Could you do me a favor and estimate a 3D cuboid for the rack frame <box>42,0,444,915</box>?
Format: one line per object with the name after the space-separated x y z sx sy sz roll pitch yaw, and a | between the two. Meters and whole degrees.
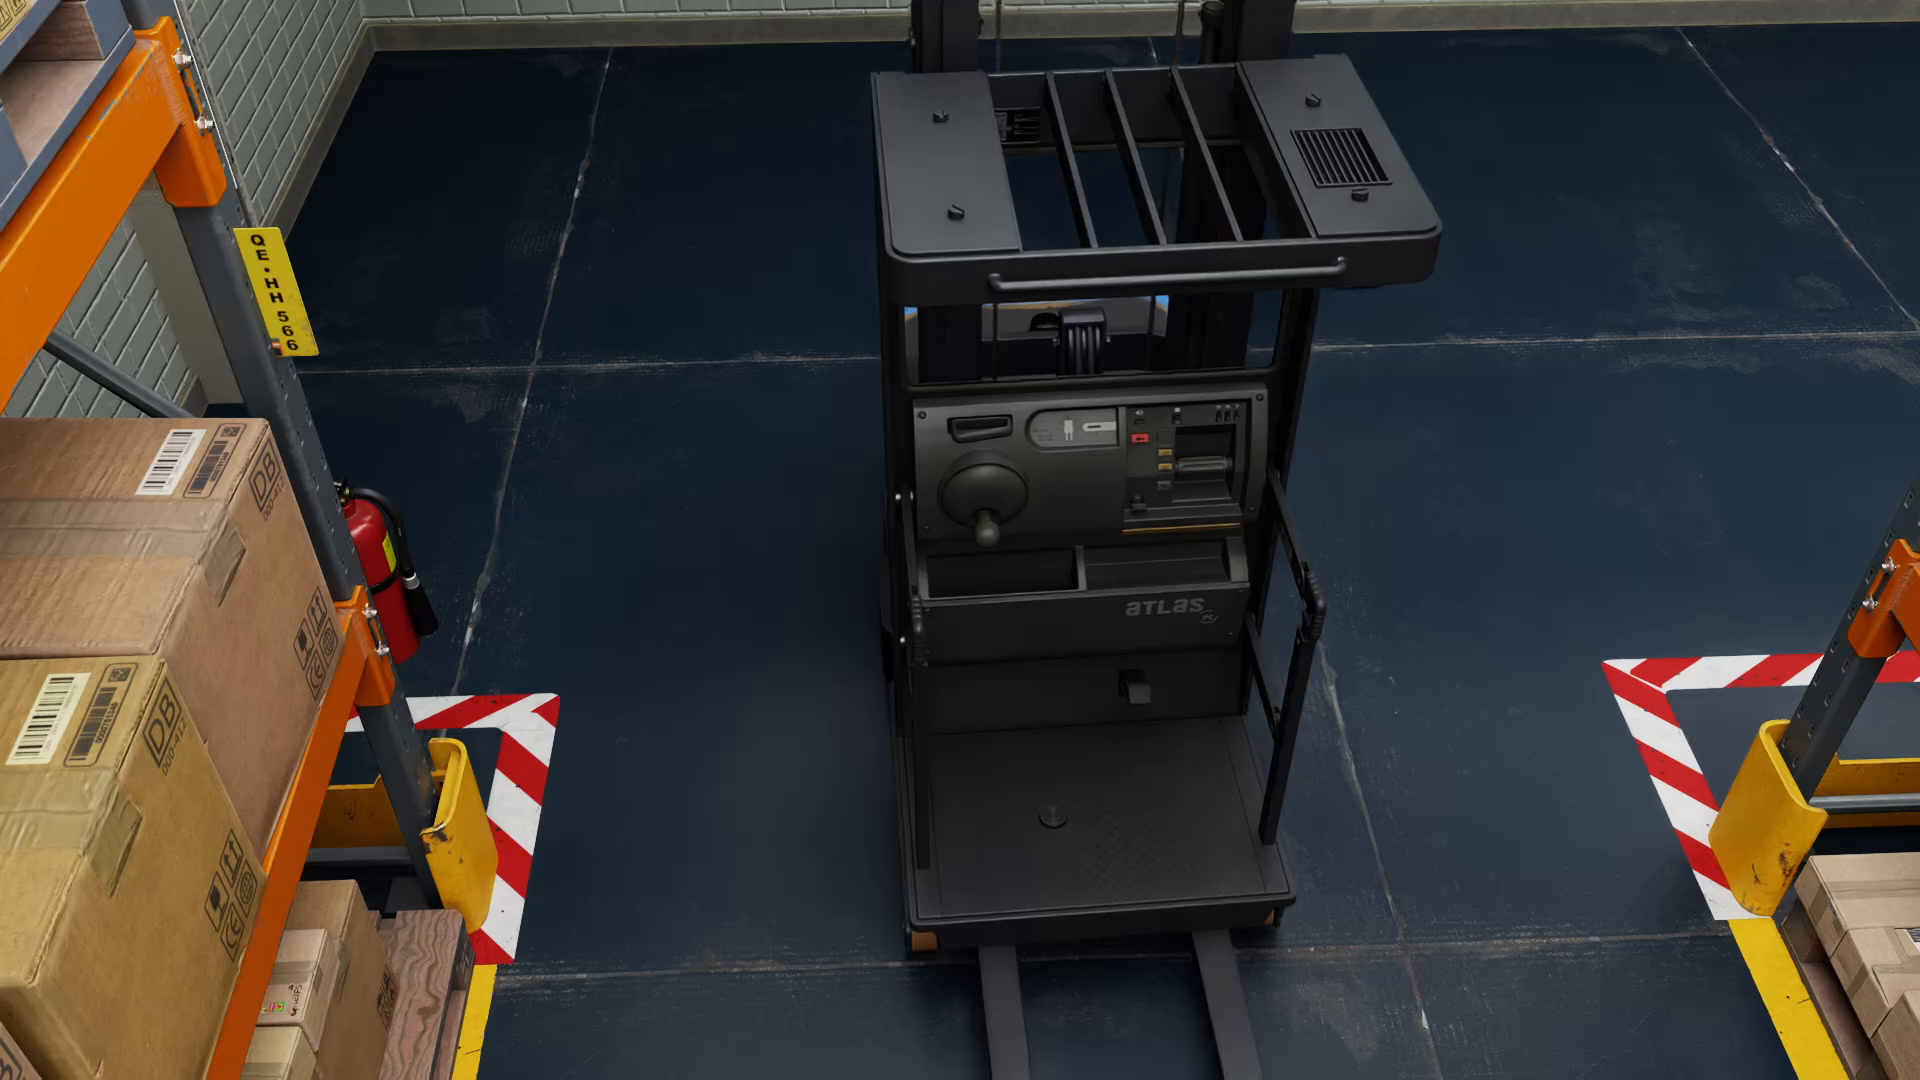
-2.013 -0.009 4.040 1.000 3.000 0.127 -2 43 -2 | rack frame

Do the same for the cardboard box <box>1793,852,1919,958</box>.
2.610 1.028 4.693 0.380 0.149 0.250 -2 43 -2 | cardboard box

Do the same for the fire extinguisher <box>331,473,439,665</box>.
-1.559 0.042 4.317 0.296 0.674 0.183 -2 43 -2 | fire extinguisher

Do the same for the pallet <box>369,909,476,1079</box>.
-1.901 1.557 4.396 1.003 0.211 1.213 -2 43 -2 | pallet

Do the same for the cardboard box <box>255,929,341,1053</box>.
-1.696 1.070 3.922 0.380 0.149 0.250 -2 43 -2 | cardboard box

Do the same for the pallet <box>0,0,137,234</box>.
-1.971 -0.581 2.510 1.003 0.211 1.213 -2 43 -2 | pallet

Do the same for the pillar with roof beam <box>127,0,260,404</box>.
1.309 -4.142 4.109 9.100 9.000 0.400 -2 43 -2 | pillar with roof beam

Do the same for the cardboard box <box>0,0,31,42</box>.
-1.717 -0.764 2.370 0.500 0.250 0.500 0 43 0 | cardboard box

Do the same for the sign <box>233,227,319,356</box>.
-1.471 -0.529 3.575 0.100 0.325 0.005 -2 43 -2 | sign

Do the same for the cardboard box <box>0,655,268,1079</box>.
-1.940 0.715 3.028 0.980 0.700 0.700 -2 43 -2 | cardboard box

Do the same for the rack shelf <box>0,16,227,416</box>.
-1.928 0.501 1.796 1.077 0.370 4.000 -2 43 -2 | rack shelf

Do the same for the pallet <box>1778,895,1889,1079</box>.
2.974 1.464 4.497 1.003 0.211 1.213 -2 43 -2 | pallet

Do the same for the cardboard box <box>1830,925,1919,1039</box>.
2.621 1.190 4.503 0.380 0.166 0.250 -2 43 -2 | cardboard box

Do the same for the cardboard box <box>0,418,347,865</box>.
-1.982 0.225 3.563 0.980 0.700 0.700 0 43 0 | cardboard box

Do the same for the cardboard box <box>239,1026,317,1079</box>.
-1.685 1.242 3.734 0.380 0.149 0.250 -1 43 -1 | cardboard box

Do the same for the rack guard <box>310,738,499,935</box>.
-2.014 0.896 4.902 1.175 0.500 0.348 -2 43 -2 | rack guard

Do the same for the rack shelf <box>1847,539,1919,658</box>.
3.021 1.462 2.968 1.077 0.370 4.000 -2 43 -2 | rack shelf

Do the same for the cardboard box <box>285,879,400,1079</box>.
-1.884 1.228 4.230 0.700 0.500 0.500 -2 43 -2 | cardboard box

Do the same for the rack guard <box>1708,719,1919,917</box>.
2.939 0.819 4.986 1.175 0.500 0.348 -2 43 -2 | rack guard

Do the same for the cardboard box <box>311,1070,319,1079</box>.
-1.862 1.565 3.862 0.700 0.500 0.500 -2 43 -2 | cardboard box

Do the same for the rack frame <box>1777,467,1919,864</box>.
2.936 -0.154 4.198 1.000 3.000 0.127 -2 43 -2 | rack frame

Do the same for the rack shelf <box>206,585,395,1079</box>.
-1.928 1.607 2.810 1.077 0.370 4.000 -2 43 -2 | rack shelf

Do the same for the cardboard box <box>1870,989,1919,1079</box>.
2.697 1.411 4.200 0.500 0.250 0.500 -2 43 -2 | cardboard box

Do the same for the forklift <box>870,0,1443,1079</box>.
0.364 -0.110 4.200 1.130 2.935 3.031 -3 43 -4 | forklift

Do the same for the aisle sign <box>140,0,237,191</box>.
-1.717 -1.024 3.224 0.394 0.787 0.004 -2 43 -2 | aisle sign
